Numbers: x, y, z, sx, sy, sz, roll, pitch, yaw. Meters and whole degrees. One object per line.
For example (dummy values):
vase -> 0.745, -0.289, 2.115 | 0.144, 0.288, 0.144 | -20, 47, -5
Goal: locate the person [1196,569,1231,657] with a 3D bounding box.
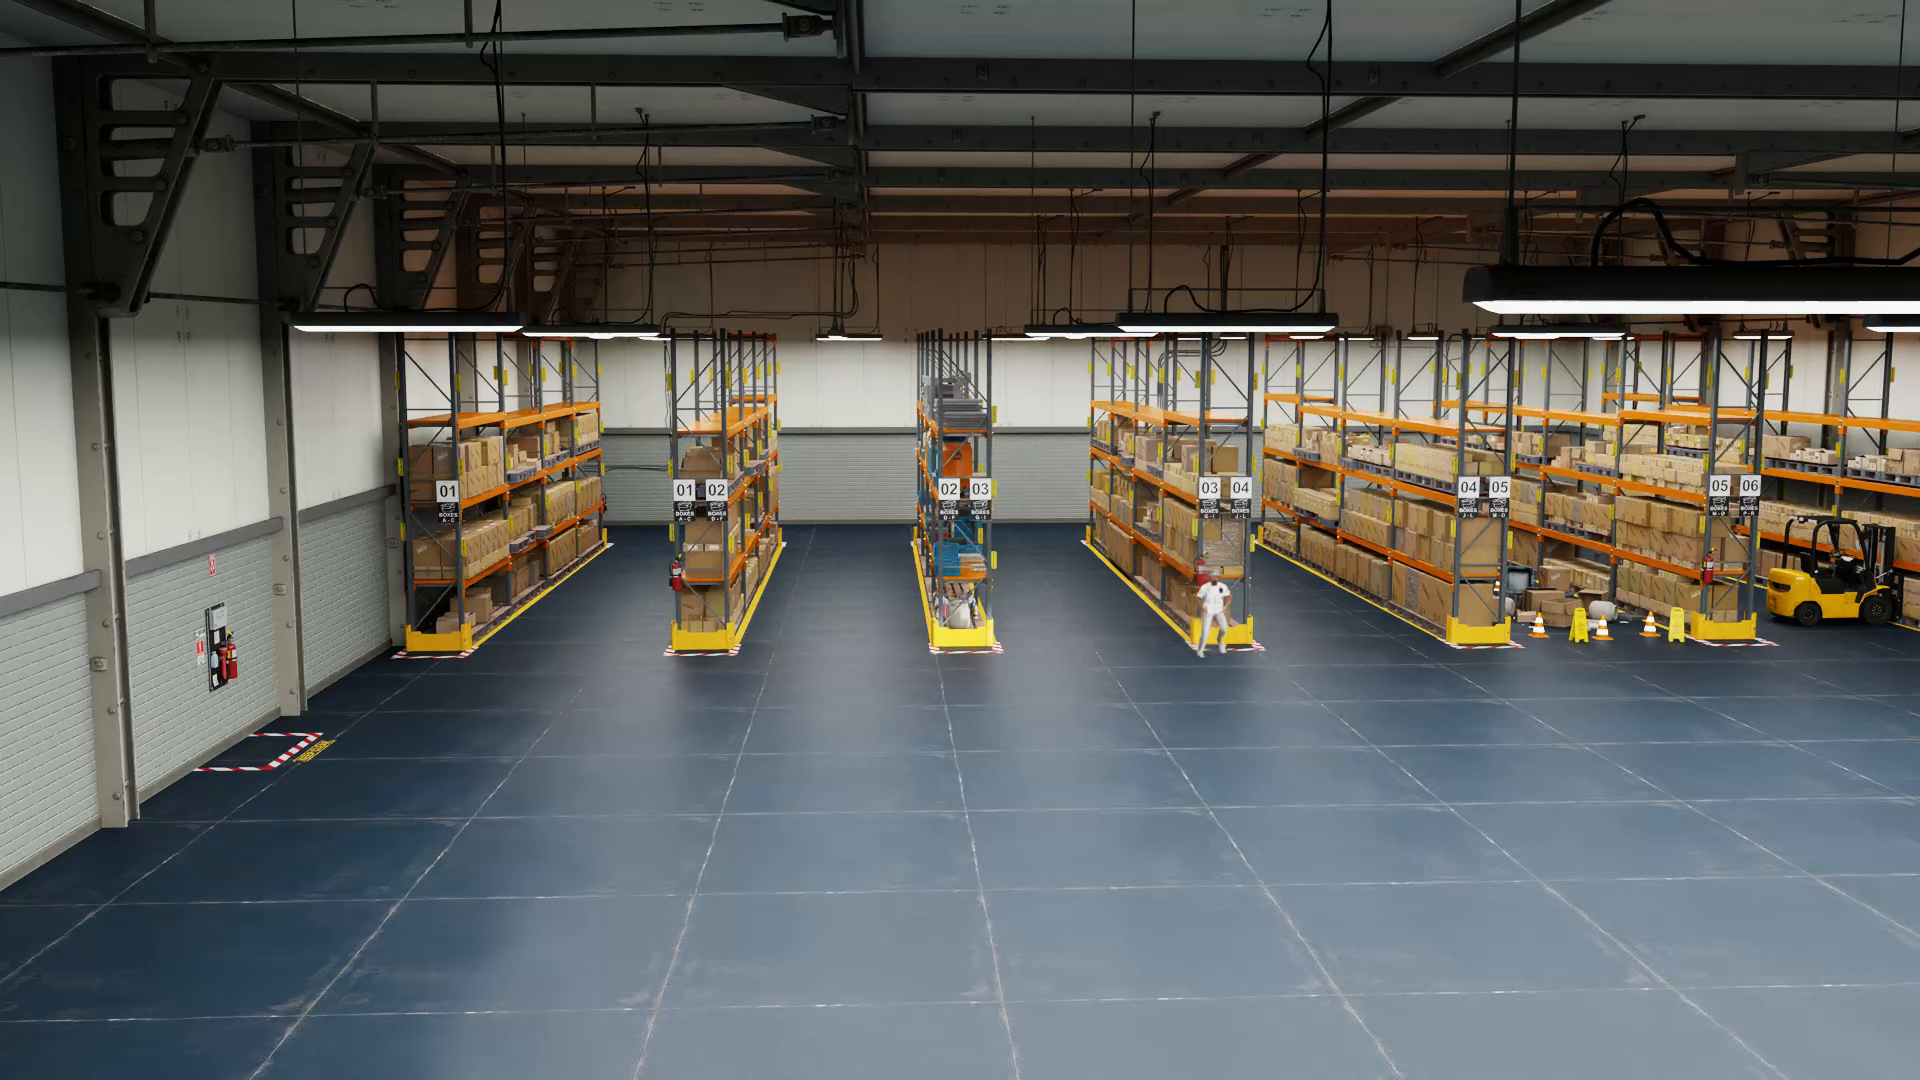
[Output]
person -> 4.672, 1.343, 30.482 | 0.680, 1.644, 0.567 | -1, 7, -7

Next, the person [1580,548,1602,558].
person -> 16.487, -0.288, 43.679 | 0.628, 1.780, 1.127 | -1, 7, -11

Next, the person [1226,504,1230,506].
person -> 7.297, -0.607, 46.647 | 0.657, 1.795, 0.924 | -1, 7, -6

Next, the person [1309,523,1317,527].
person -> 10.446, -0.857, 48.690 | 0.684, 1.723, 0.534 | -2, 7, -17
